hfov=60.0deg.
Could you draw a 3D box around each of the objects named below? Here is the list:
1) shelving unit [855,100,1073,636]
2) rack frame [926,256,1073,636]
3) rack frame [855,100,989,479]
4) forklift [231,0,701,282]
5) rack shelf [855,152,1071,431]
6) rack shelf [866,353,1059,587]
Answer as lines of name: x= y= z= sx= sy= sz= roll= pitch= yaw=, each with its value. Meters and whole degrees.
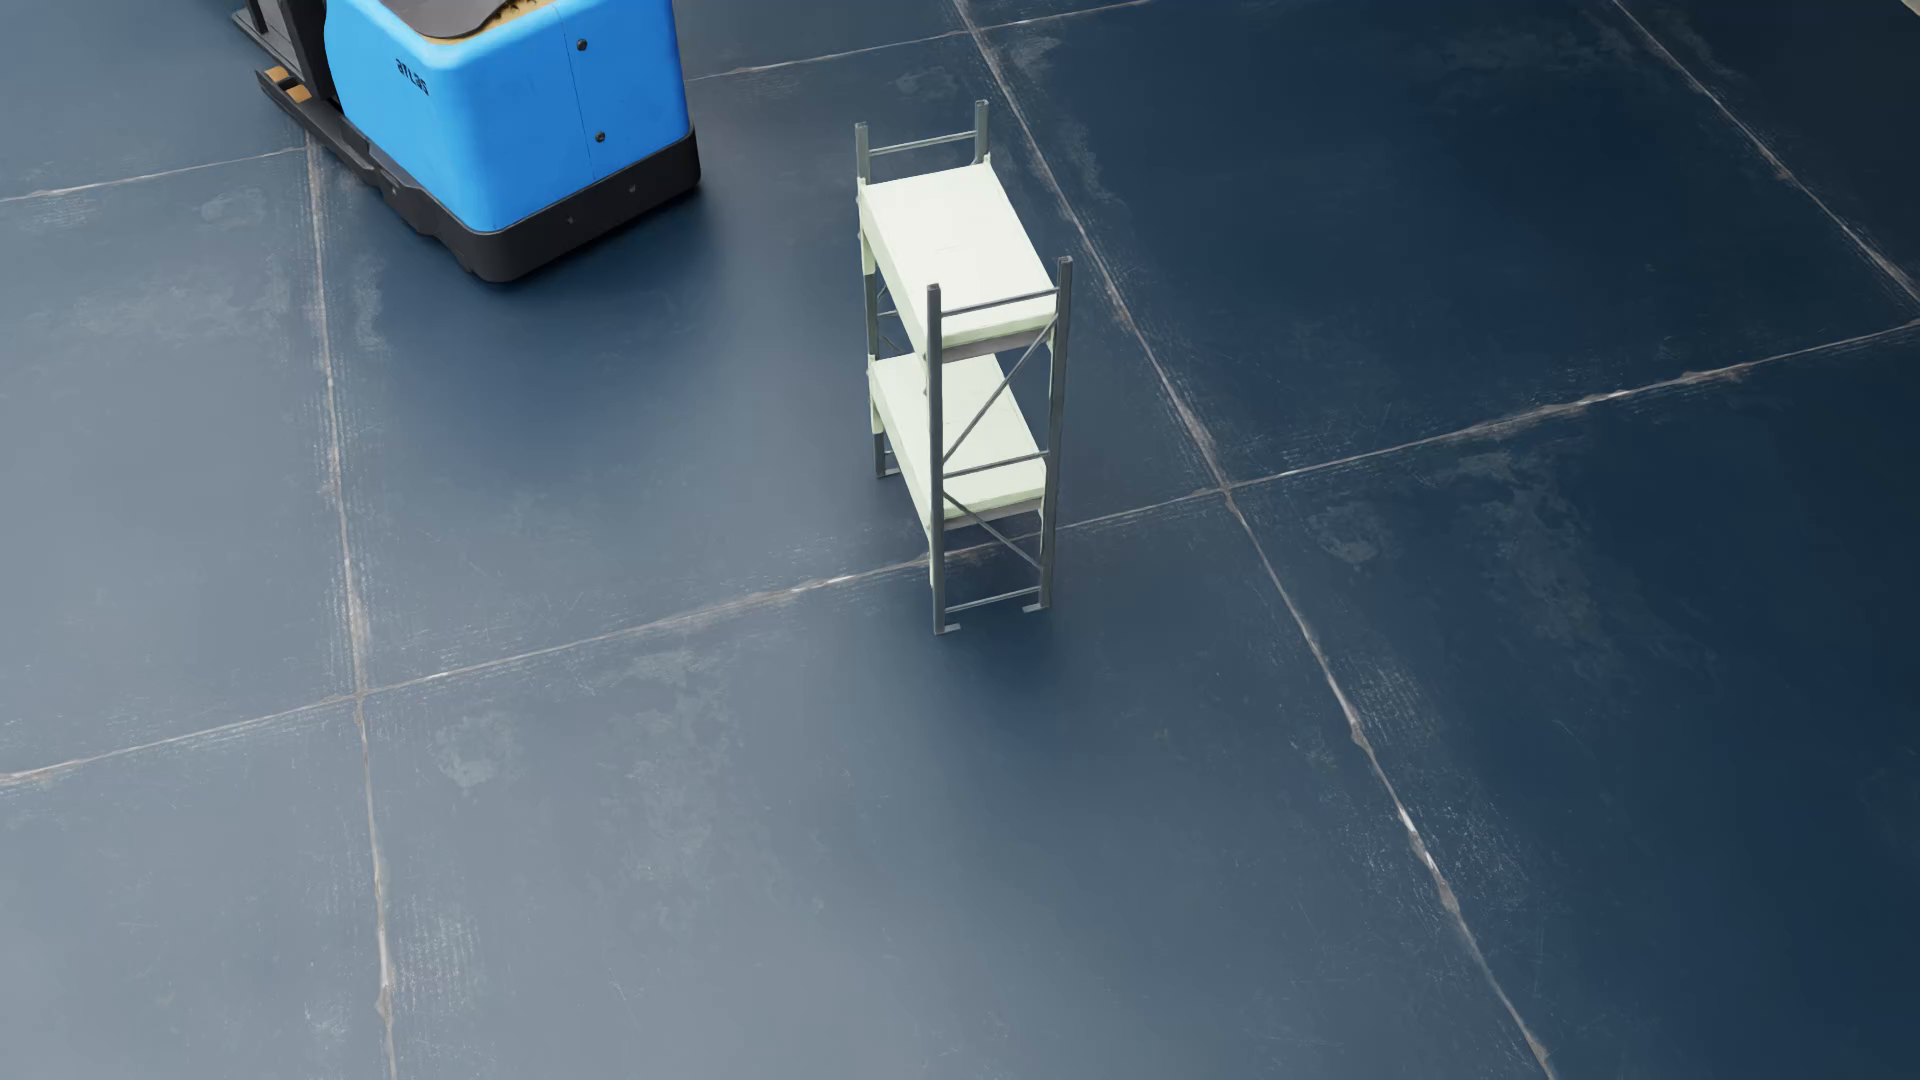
shelving unit: x=-0.002 y=-0.488 z=5.181 sx=0.431 sy=1.500 sz=0.755 roll=-13 pitch=51 yaw=-11
rack frame: x=0.106 y=-0.221 z=4.955 sx=0.400 sy=1.500 sz=0.023 roll=-13 pitch=51 yaw=-11
rack frame: x=-0.110 y=-0.756 z=5.406 sx=0.400 sy=1.500 sz=0.023 roll=-13 pitch=51 yaw=-11
forklift: x=-2.443 y=-2.998 z=6.360 sx=1.130 sy=2.935 sz=3.031 roll=-35 pitch=58 yaw=-26
rack shelf: x=-0.002 y=-0.740 z=4.882 sx=0.431 sy=0.370 sz=0.720 roll=-13 pitch=51 yaw=-11
rack shelf: x=-0.002 y=-0.278 z=5.430 sx=0.431 sy=0.370 sz=0.720 roll=-13 pitch=51 yaw=-11
